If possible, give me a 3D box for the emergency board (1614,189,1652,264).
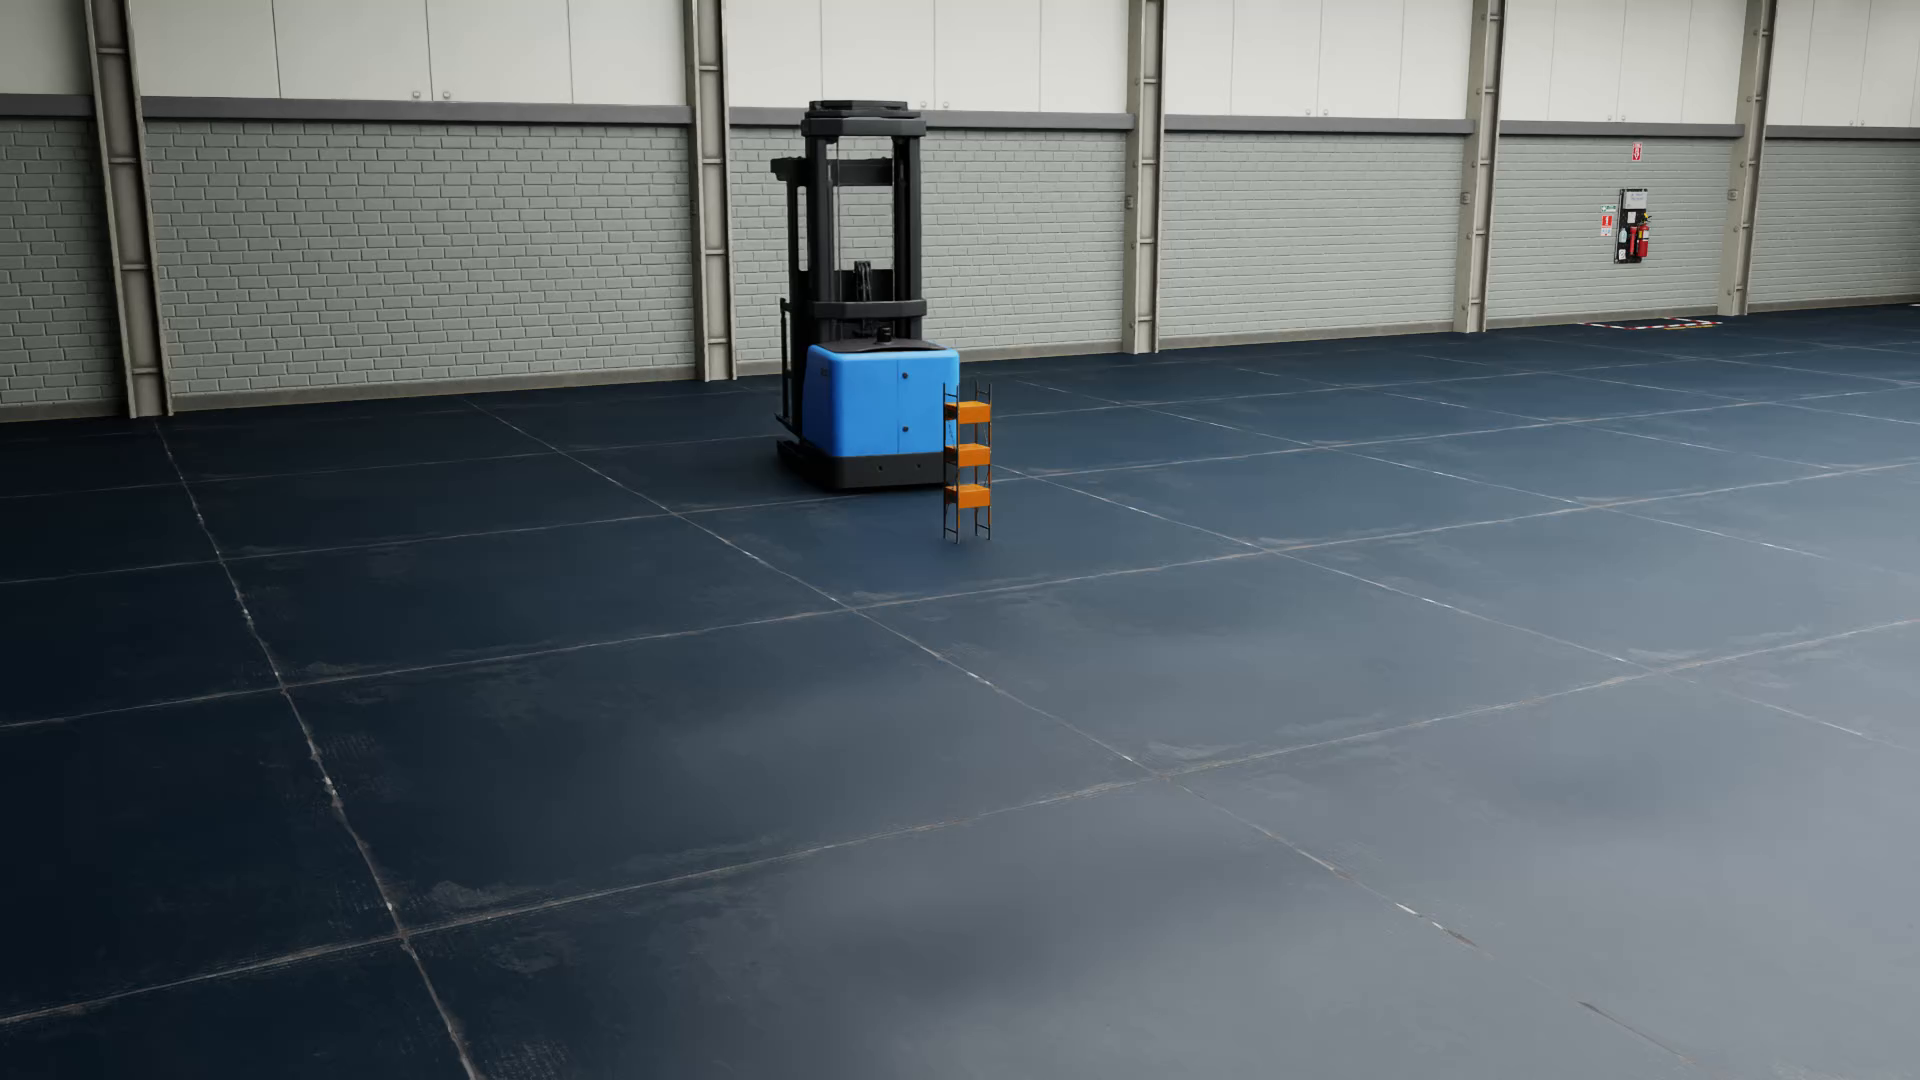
[{"bbox_3d":[10.757,-4.992,26.457,0.643,1.169,0.194,-7,14,-28],"label":"emergency board"}]

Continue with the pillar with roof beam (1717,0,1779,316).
[{"bbox_3d":[15.007,-7.341,23.235,0.400,9.000,9.100,-7,14,-28],"label":"pillar with roof beam"}]

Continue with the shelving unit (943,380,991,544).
[{"bbox_3d":[0.047,-0.518,11.019,0.252,1.050,0.215,-7,14,-28],"label":"shelving unit"}]

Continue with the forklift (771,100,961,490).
[{"bbox_3d":[-0.921,-2.093,13.732,1.130,2.935,3.031,-4,13,-17],"label":"forklift"}]

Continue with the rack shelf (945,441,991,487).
[{"bbox_3d":[0.047,-0.507,11.021,0.240,0.259,0.215,-7,14,-28],"label":"rack shelf"}]

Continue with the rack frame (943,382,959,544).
[{"bbox_3d":[-0.060,-0.505,10.962,0.008,1.050,0.200,-7,14,-28],"label":"rack frame"}]

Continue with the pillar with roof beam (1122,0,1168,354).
[{"bbox_3d":[4.474,-6.079,17.625,0.400,9.000,9.100,-7,14,-28],"label":"pillar with roof beam"}]

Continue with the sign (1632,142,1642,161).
[{"bbox_3d":[10.702,-6.141,26.284,0.199,0.298,0.001,-7,14,-28],"label":"sign"}]

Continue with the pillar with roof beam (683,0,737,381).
[{"bbox_3d":[-0.793,-5.448,14.821,0.400,9.000,9.100,-7,14,-28],"label":"pillar with roof beam"}]

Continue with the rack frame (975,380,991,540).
[{"bbox_3d":[0.154,-0.531,11.076,0.008,1.050,0.200,-7,14,-28],"label":"rack frame"}]

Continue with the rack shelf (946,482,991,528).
[{"bbox_3d":[0.047,-0.236,11.082,0.240,0.259,0.215,-7,14,-28],"label":"rack shelf"}]

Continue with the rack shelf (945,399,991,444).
[{"bbox_3d":[0.047,-0.784,10.959,0.240,0.259,0.215,-7,14,-28],"label":"rack shelf"}]

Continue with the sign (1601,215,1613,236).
[{"bbox_3d":[10.222,-4.971,26.283,0.234,0.329,0.001,-7,14,-28],"label":"sign"}]

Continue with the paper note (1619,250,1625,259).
[{"bbox_3d":[10.568,-4.557,26.530,0.142,0.148,0.016,-7,14,-28],"label":"paper note"}]

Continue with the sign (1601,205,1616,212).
[{"bbox_3d":[10.230,-5.228,26.220,0.331,0.109,0.001,-7,14,-28],"label":"sign"}]

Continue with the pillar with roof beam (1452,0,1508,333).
[{"bbox_3d":[9.740,-6.710,20.430,0.400,9.000,9.100,-7,14,-28],"label":"pillar with roof beam"}]

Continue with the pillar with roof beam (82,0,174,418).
[{"bbox_3d":[-6.059,-4.817,12.016,0.400,9.000,9.100,-7,14,-28],"label":"pillar with roof beam"}]
